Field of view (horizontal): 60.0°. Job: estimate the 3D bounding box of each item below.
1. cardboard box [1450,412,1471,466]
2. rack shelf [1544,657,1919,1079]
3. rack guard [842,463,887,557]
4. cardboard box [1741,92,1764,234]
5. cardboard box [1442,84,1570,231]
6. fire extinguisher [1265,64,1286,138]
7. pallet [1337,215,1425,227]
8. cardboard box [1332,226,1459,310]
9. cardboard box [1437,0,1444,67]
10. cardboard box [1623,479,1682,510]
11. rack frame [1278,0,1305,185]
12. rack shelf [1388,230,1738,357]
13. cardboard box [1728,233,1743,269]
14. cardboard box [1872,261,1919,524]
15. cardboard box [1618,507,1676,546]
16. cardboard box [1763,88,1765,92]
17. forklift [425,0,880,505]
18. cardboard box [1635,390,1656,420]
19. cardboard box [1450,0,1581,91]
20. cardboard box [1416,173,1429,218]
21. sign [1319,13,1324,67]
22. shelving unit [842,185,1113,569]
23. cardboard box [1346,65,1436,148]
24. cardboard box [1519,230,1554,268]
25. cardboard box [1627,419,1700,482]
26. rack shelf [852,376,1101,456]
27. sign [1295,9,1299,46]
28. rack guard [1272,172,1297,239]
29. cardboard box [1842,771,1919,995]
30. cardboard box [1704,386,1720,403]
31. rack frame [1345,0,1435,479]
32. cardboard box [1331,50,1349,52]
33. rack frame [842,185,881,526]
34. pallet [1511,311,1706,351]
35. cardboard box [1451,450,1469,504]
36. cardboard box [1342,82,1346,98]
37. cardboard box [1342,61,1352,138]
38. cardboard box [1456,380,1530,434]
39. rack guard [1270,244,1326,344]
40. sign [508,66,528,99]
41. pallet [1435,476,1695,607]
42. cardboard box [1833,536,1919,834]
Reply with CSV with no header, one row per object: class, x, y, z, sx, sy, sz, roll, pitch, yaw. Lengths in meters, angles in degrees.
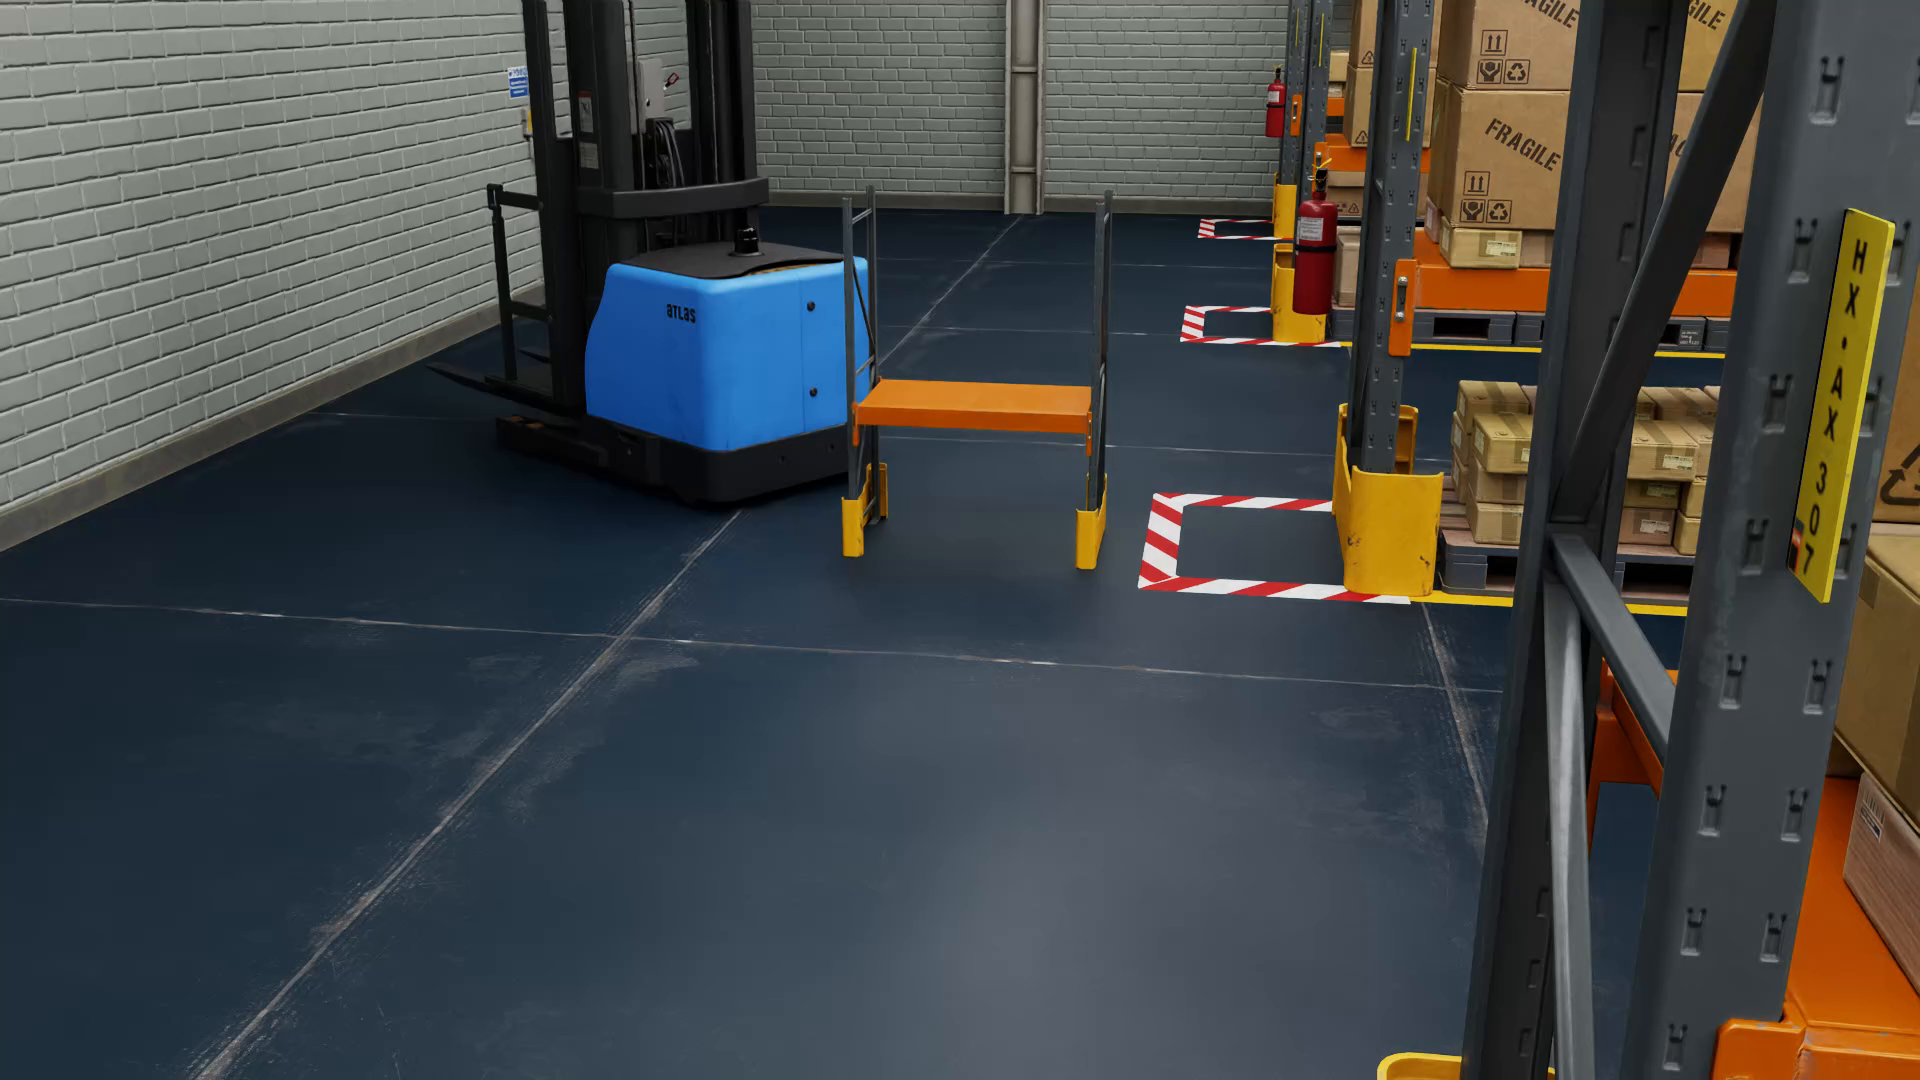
cardboard box,2.300,-0.439,7.250,0.250,0.149,0.380,2,19,7
rack shelf,2.822,0.603,1.909,4.000,0.370,1.077,3,19,9
rack guard,-0.416,-0.140,7.327,0.087,0.250,0.587,3,19,9
cardboard box,3.147,-1.420,6.193,0.500,0.500,0.500,3,19,9
cardboard box,2.133,-1.467,6.335,0.500,0.500,0.500,4,19,11
fire extinguisher,2.984,-4.148,15.683,0.183,0.674,0.296,3,19,9
pallet,4.065,-3.133,16.334,1.213,0.211,1.003,3,19,9
cardboard box,3.086,-1.926,11.708,0.875,0.438,0.875,2,19,7
cardboard box,3.359,-3.328,10.790,0.500,0.500,0.500,2,19,7
cardboard box,2.727,-0.253,6.695,0.250,0.149,0.380,3,19,9
rack frame,3.202,-4.499,16.022,0.127,3.000,1.000,3,19,9
rack shelf,3.708,-0.946,6.537,4.000,0.370,1.077,3,19,9
cardboard box,3.058,-1.128,6.344,0.250,0.149,0.380,3,19,8
cardboard box,1.370,-0.323,2.126,0.500,0.500,0.500,3,19,9
cardboard box,2.718,-0.111,6.738,0.250,0.149,0.380,3,19,9
cardboard box,3.144,-1.888,6.017,0.500,0.500,0.500,2,19,7
forklift,-1.798,-1.935,8.466,3.031,2.935,1.130,17,25,42
cardboard box,2.811,-0.566,7.162,0.250,0.149,0.380,3,19,7
cardboard box,2.135,-1.945,6.186,0.500,0.500,0.500,3,19,8
cardboard box,4.629,-3.397,16.007,0.500,0.500,0.700,4,19,11
sign,2.325,-3.218,10.705,0.005,0.325,0.100,3,19,9
shelving unit,0.075,-0.707,7.054,1.083,1.500,0.587,3,19,9
cardboard box,2.847,-2.877,11.017,0.500,0.500,0.500,3,19,8
cardboard box,2.259,-1.150,6.409,0.250,0.149,0.380,4,19,11
cardboard box,2.717,-0.356,6.532,0.250,0.149,0.380,3,19,9
rack shelf,0.084,-0.536,7.109,1.000,0.185,0.538,3,19,9
sign,3.117,-4.740,15.377,0.005,0.325,0.100,3,19,9
rack guard,3.277,-3.310,16.407,0.348,0.500,1.175,3,19,9
cardboard box,1.145,0.401,1.773,0.250,0.149,0.380,3,19,9
cardboard box,3.331,-0.537,7.075,0.250,0.149,0.380,4,19,11
rack frame,1.733,-1.388,6.724,0.127,3.000,1.000,3,19,9
cardboard box,3.699,-4.629,16.178,0.500,0.250,0.500,3,19,10
rack frame,-0.418,-0.733,7.129,0.032,1.500,0.500,3,19,9
pallet,4.422,-1.544,11.584,1.213,0.211,1.003,3,19,9
cardboard box,2.286,-0.274,7.226,0.250,0.149,0.380,3,19,10
cardboard box,3.742,-4.279,15.761,0.250,0.149,0.380,3,19,10
cardboard box,2.937,-3.050,11.533,0.500,0.500,0.500,3,19,9
cardboard box,2.296,-0.570,7.173,0.250,0.149,0.380,3,19,9
rack guard,2.395,-1.760,11.774,0.348,0.500,1.175,3,19,9
sign,-3.220,-3.336,12.122,0.001,0.218,0.327,3,19,9
pallet,2.605,-0.010,7.000,1.213,0.211,1.003,3,19,9
cardboard box,1.278,0.200,1.747,0.500,0.250,0.500,2,19,7
